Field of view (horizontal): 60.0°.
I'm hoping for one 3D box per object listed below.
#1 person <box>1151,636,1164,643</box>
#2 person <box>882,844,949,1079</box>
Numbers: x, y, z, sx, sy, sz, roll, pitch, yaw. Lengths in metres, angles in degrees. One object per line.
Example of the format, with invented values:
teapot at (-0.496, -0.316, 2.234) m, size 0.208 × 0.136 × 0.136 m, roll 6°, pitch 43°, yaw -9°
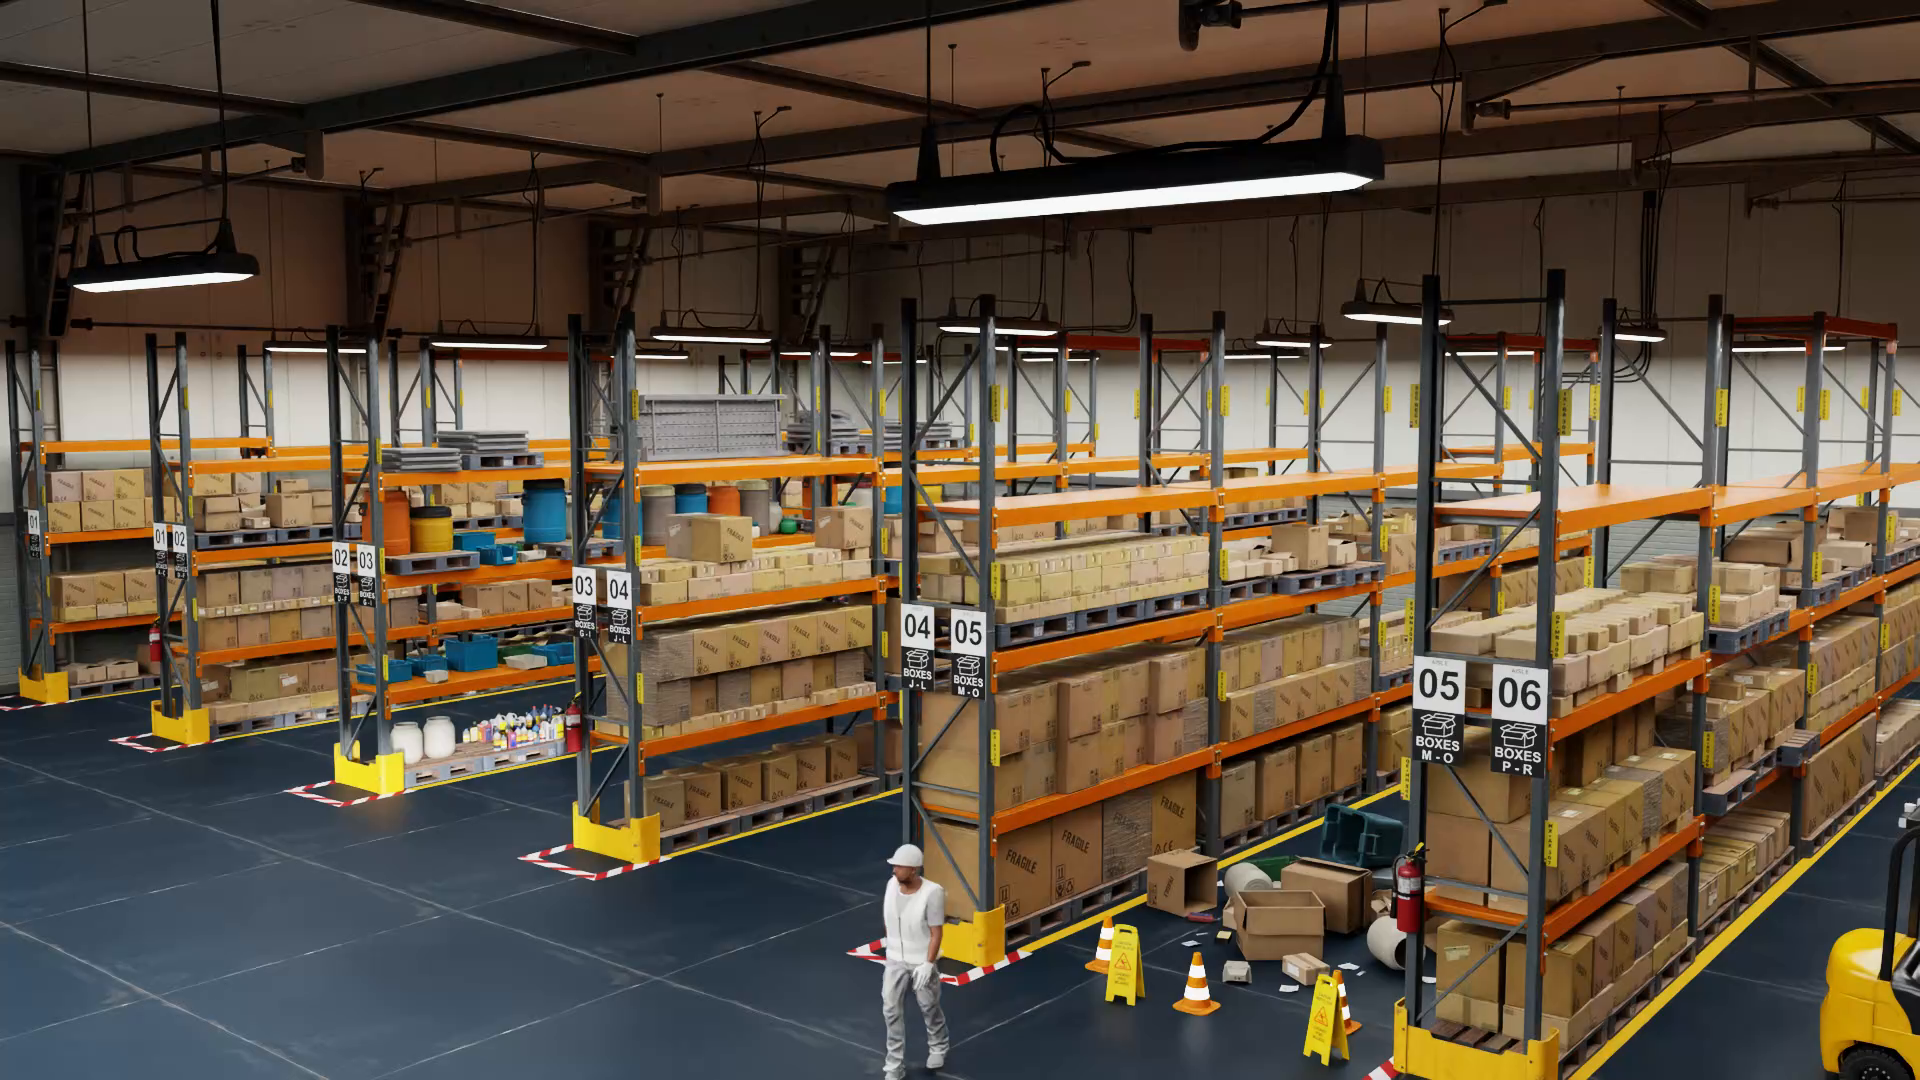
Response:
person at (2.854, 2.127, 24.048) m, size 0.607 × 1.762 × 0.513 m, roll 5°, pitch 7°, yaw 43°
person at (-0.371, 3.179, 12.477) m, size 0.583 × 1.826 × 0.738 m, roll 3°, pitch 6°, yaw 30°
